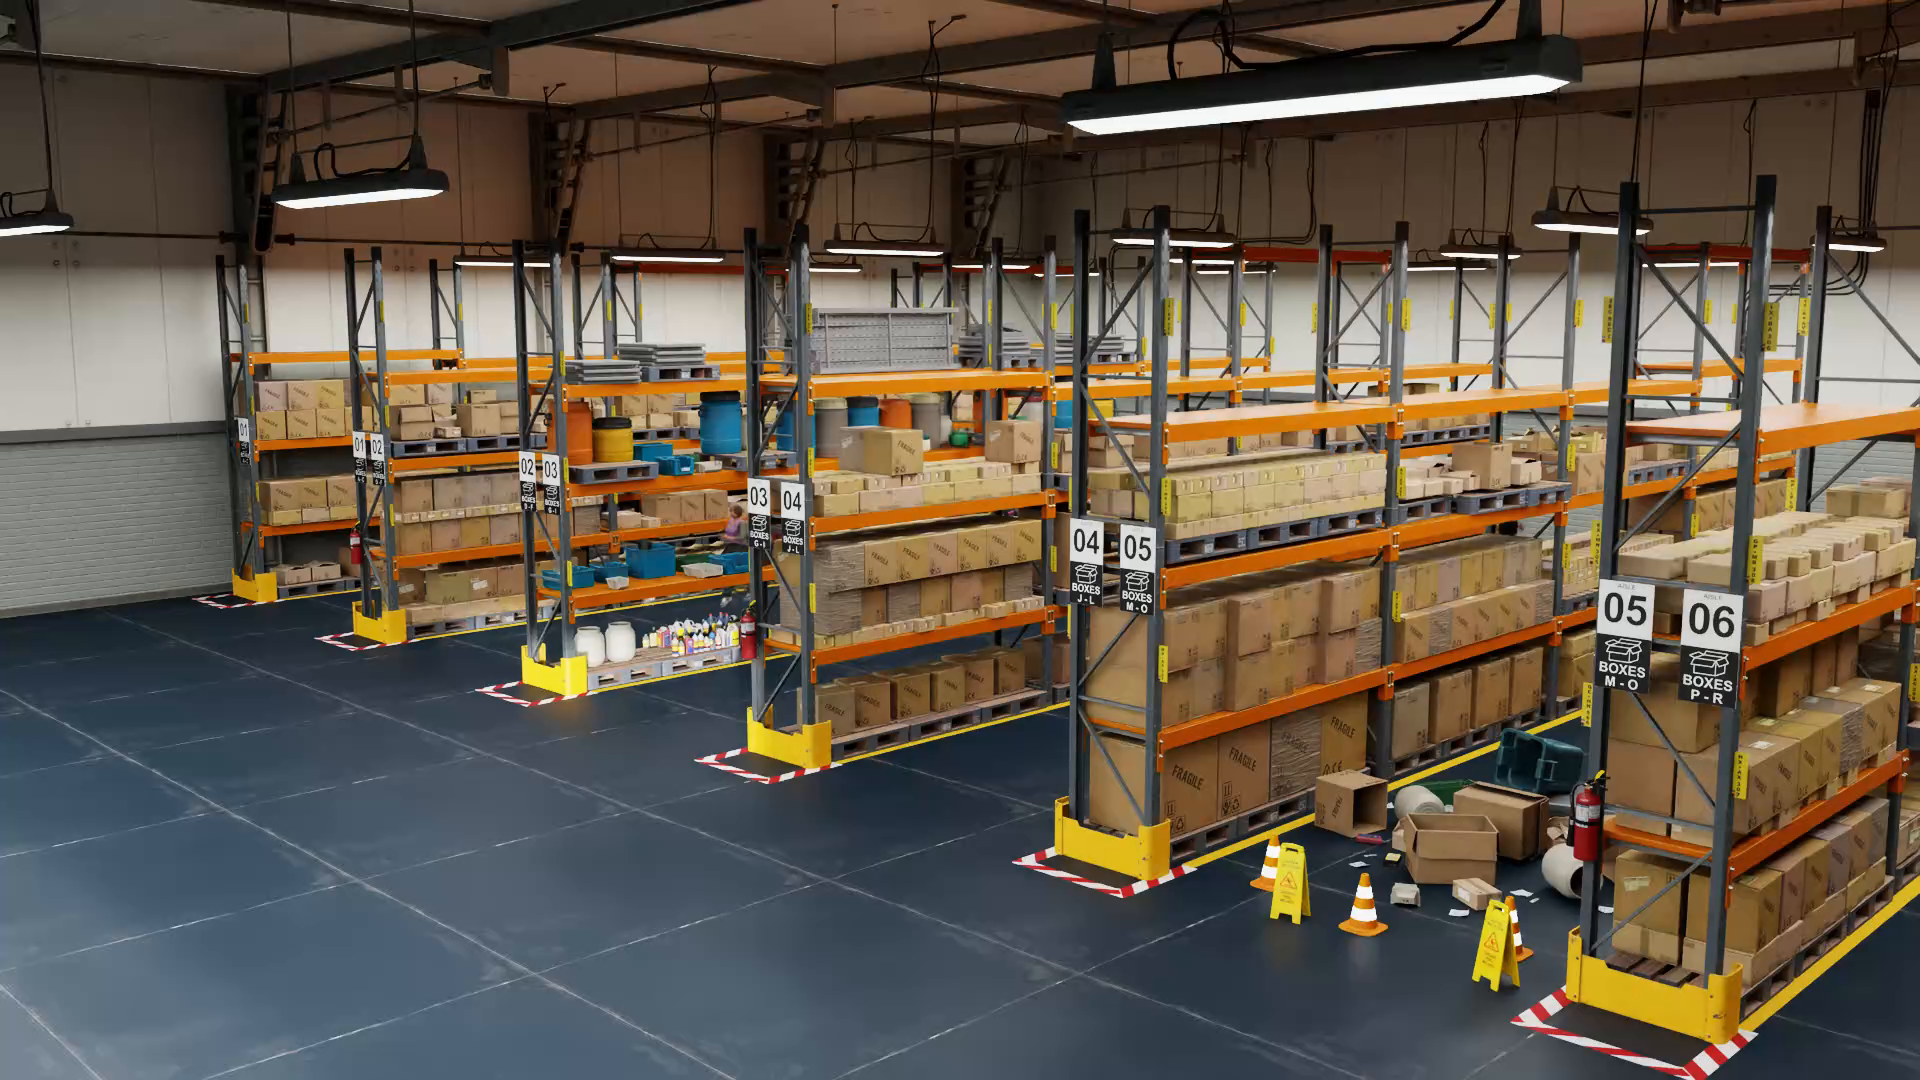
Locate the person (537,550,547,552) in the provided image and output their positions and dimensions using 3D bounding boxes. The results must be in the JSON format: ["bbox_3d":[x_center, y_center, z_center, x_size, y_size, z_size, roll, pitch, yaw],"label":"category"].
[{"bbox_3d":[-7.749,0.083,30.509,0.615,1.590,0.642,5,10,32],"label":"person"}]

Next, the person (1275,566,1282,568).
[{"bbox_3d":[4.510,1.092,23.096,0.618,1.662,0.607,-7,11,-40],"label":"person"}]

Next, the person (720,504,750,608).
[{"bbox_3d":[-3.650,0.246,27.113,0.510,1.672,0.698,7,10,39],"label":"person"}]

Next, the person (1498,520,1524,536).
[{"bbox_3d":[10.253,-0.071,31.110,0.676,1.690,0.536,-6,10,-36],"label":"person"}]
